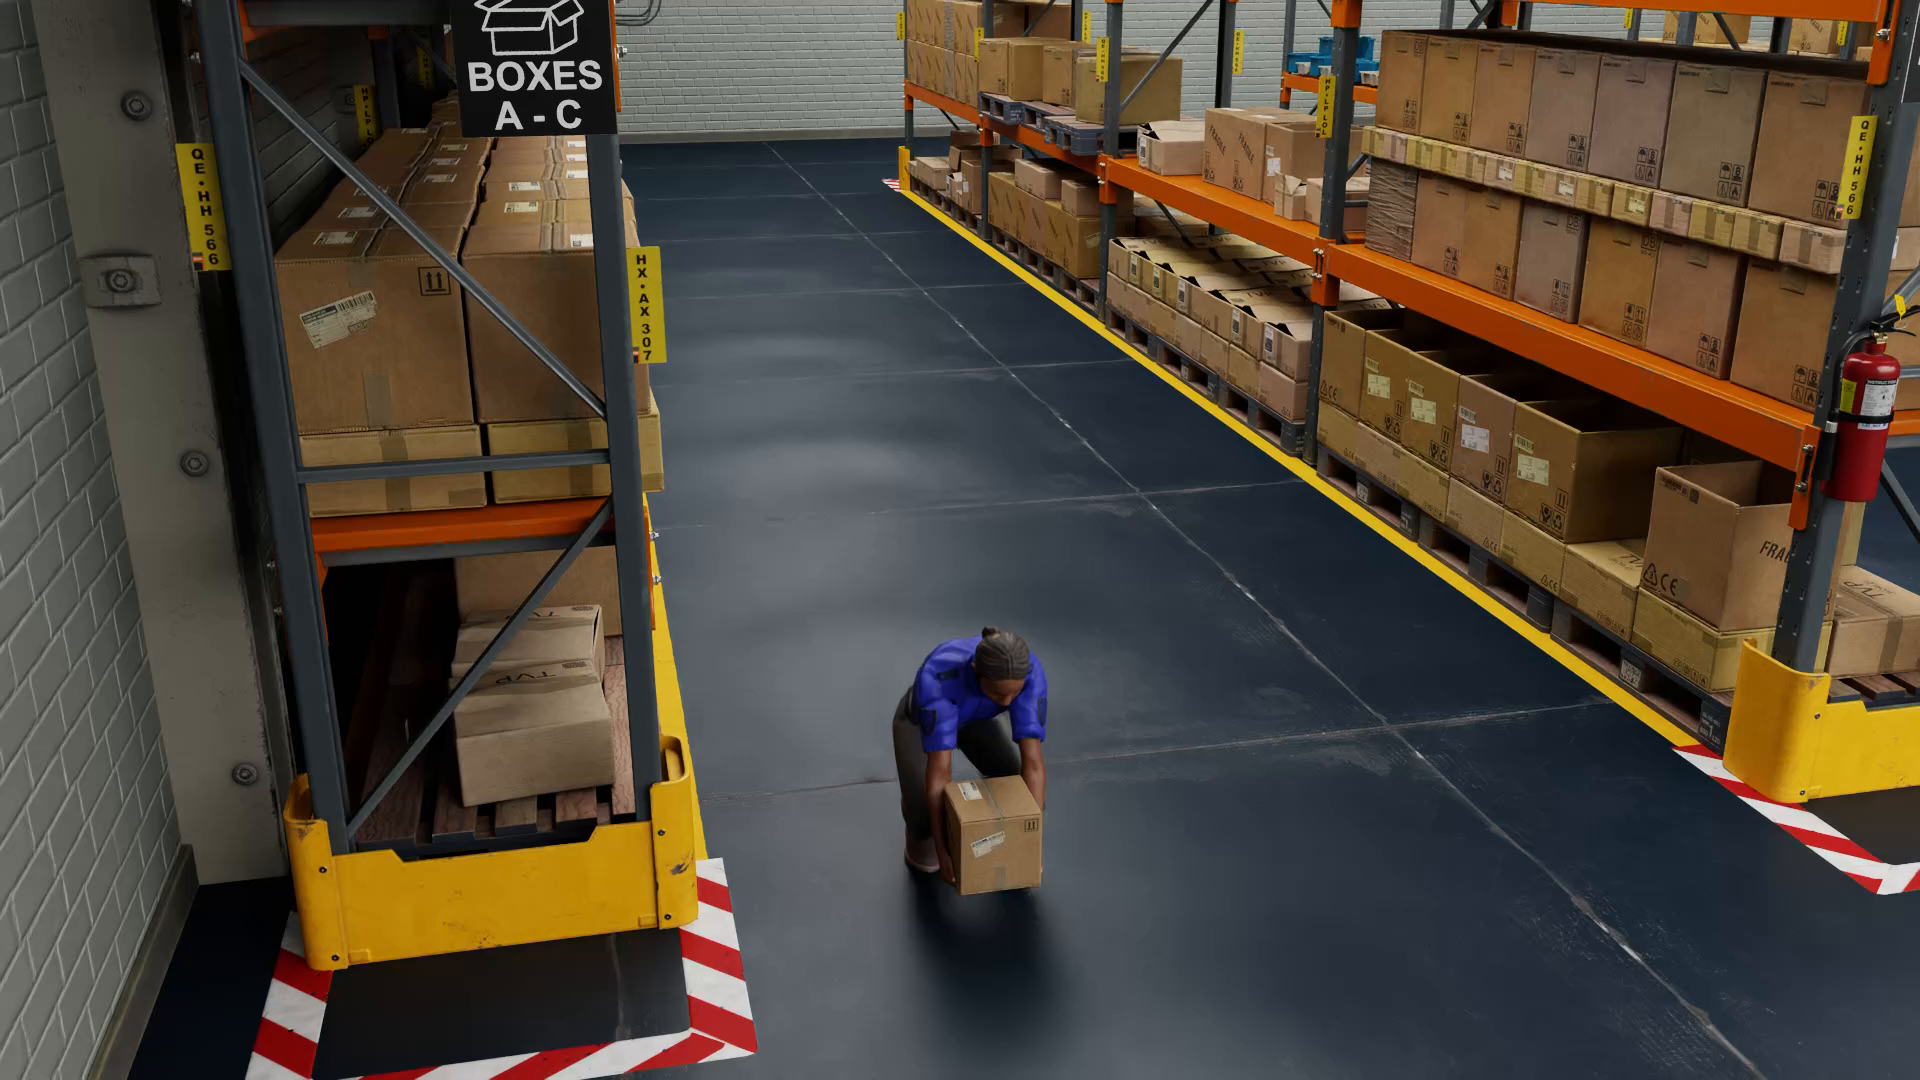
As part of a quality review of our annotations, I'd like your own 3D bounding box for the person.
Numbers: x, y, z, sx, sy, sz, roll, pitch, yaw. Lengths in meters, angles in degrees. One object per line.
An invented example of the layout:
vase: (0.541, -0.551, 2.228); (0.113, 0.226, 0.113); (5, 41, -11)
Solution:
person: (0.035, 0.656, 5.326); (0.460, 0.949, 0.837); (-4, 20, -11)
